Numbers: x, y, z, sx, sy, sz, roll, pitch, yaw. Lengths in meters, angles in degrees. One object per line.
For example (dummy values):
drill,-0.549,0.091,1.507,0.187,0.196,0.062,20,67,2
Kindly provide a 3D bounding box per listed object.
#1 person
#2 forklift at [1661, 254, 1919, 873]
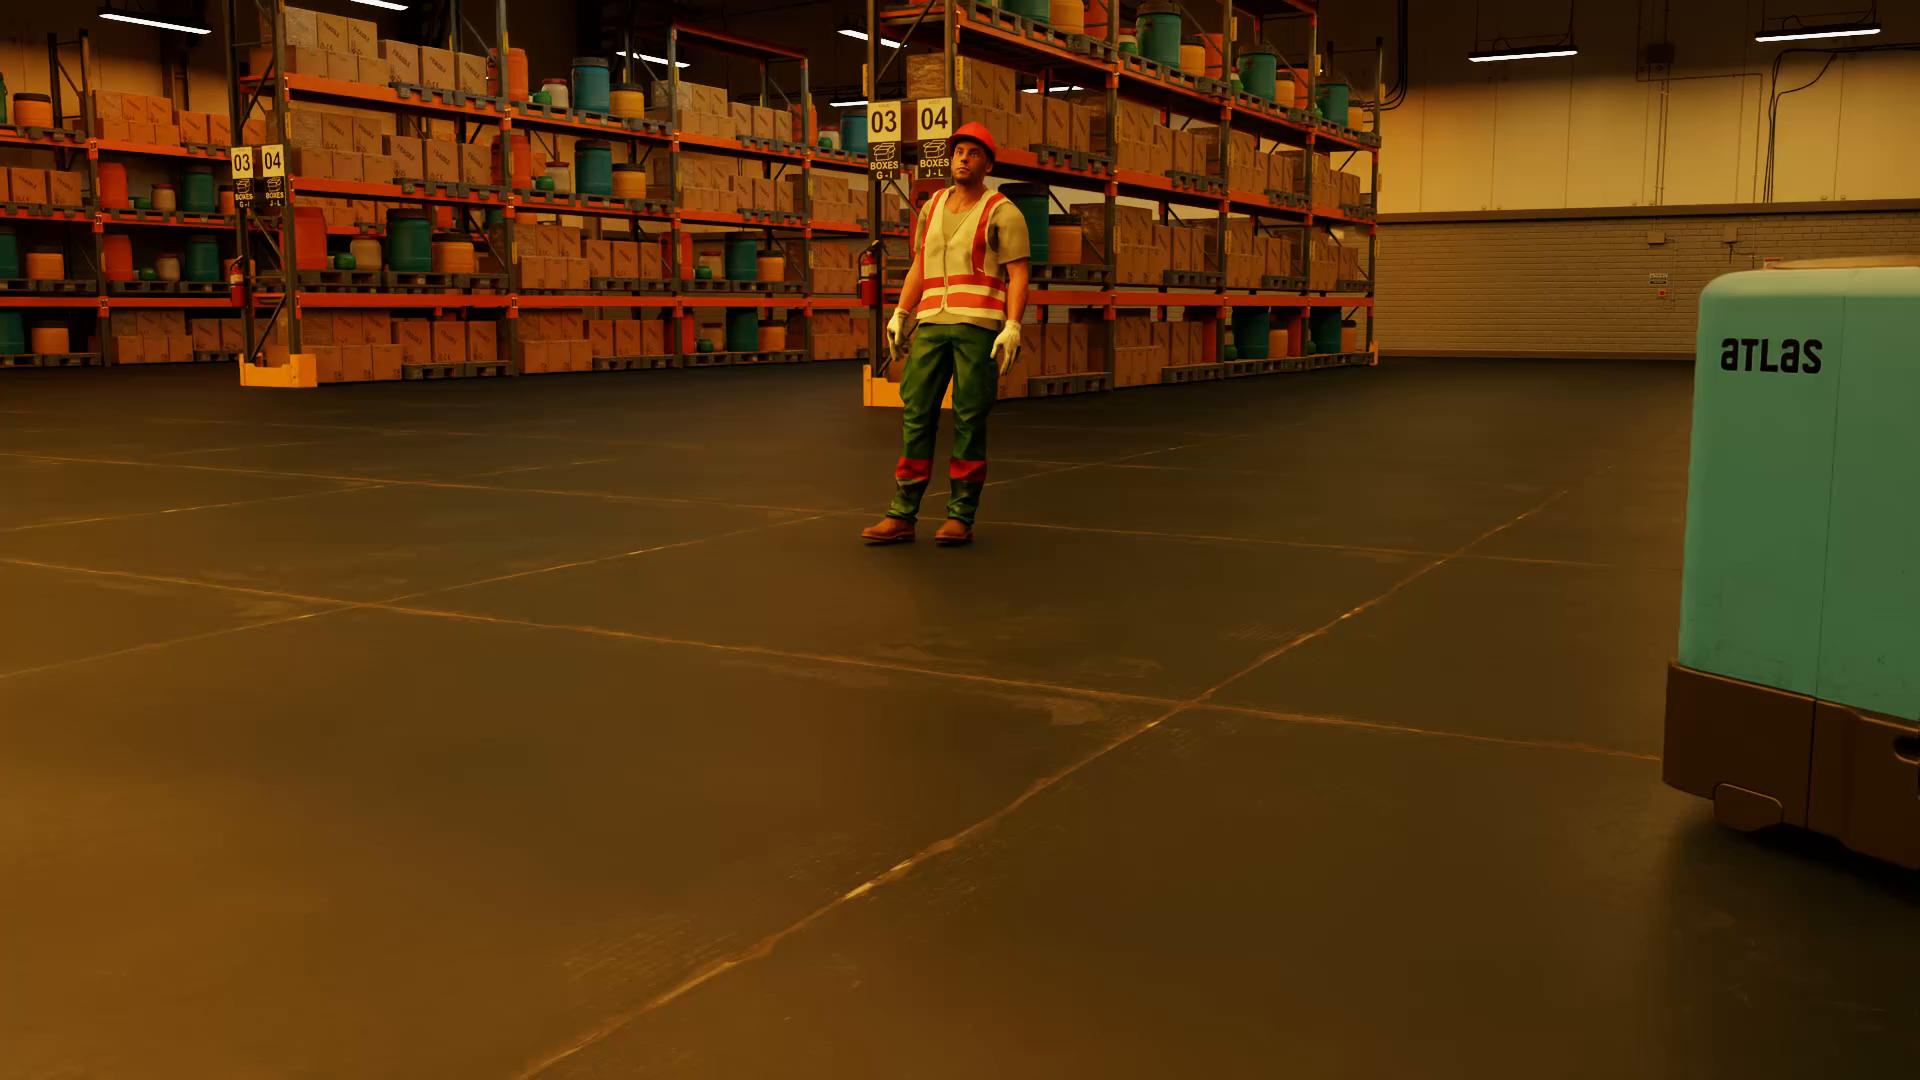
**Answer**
person,-0.049,-0.885,7.127,0.637,1.787,0.564,4,9,29
forklift,2.496,-0.750,2.027,1.130,2.935,3.031,-4,9,-26
